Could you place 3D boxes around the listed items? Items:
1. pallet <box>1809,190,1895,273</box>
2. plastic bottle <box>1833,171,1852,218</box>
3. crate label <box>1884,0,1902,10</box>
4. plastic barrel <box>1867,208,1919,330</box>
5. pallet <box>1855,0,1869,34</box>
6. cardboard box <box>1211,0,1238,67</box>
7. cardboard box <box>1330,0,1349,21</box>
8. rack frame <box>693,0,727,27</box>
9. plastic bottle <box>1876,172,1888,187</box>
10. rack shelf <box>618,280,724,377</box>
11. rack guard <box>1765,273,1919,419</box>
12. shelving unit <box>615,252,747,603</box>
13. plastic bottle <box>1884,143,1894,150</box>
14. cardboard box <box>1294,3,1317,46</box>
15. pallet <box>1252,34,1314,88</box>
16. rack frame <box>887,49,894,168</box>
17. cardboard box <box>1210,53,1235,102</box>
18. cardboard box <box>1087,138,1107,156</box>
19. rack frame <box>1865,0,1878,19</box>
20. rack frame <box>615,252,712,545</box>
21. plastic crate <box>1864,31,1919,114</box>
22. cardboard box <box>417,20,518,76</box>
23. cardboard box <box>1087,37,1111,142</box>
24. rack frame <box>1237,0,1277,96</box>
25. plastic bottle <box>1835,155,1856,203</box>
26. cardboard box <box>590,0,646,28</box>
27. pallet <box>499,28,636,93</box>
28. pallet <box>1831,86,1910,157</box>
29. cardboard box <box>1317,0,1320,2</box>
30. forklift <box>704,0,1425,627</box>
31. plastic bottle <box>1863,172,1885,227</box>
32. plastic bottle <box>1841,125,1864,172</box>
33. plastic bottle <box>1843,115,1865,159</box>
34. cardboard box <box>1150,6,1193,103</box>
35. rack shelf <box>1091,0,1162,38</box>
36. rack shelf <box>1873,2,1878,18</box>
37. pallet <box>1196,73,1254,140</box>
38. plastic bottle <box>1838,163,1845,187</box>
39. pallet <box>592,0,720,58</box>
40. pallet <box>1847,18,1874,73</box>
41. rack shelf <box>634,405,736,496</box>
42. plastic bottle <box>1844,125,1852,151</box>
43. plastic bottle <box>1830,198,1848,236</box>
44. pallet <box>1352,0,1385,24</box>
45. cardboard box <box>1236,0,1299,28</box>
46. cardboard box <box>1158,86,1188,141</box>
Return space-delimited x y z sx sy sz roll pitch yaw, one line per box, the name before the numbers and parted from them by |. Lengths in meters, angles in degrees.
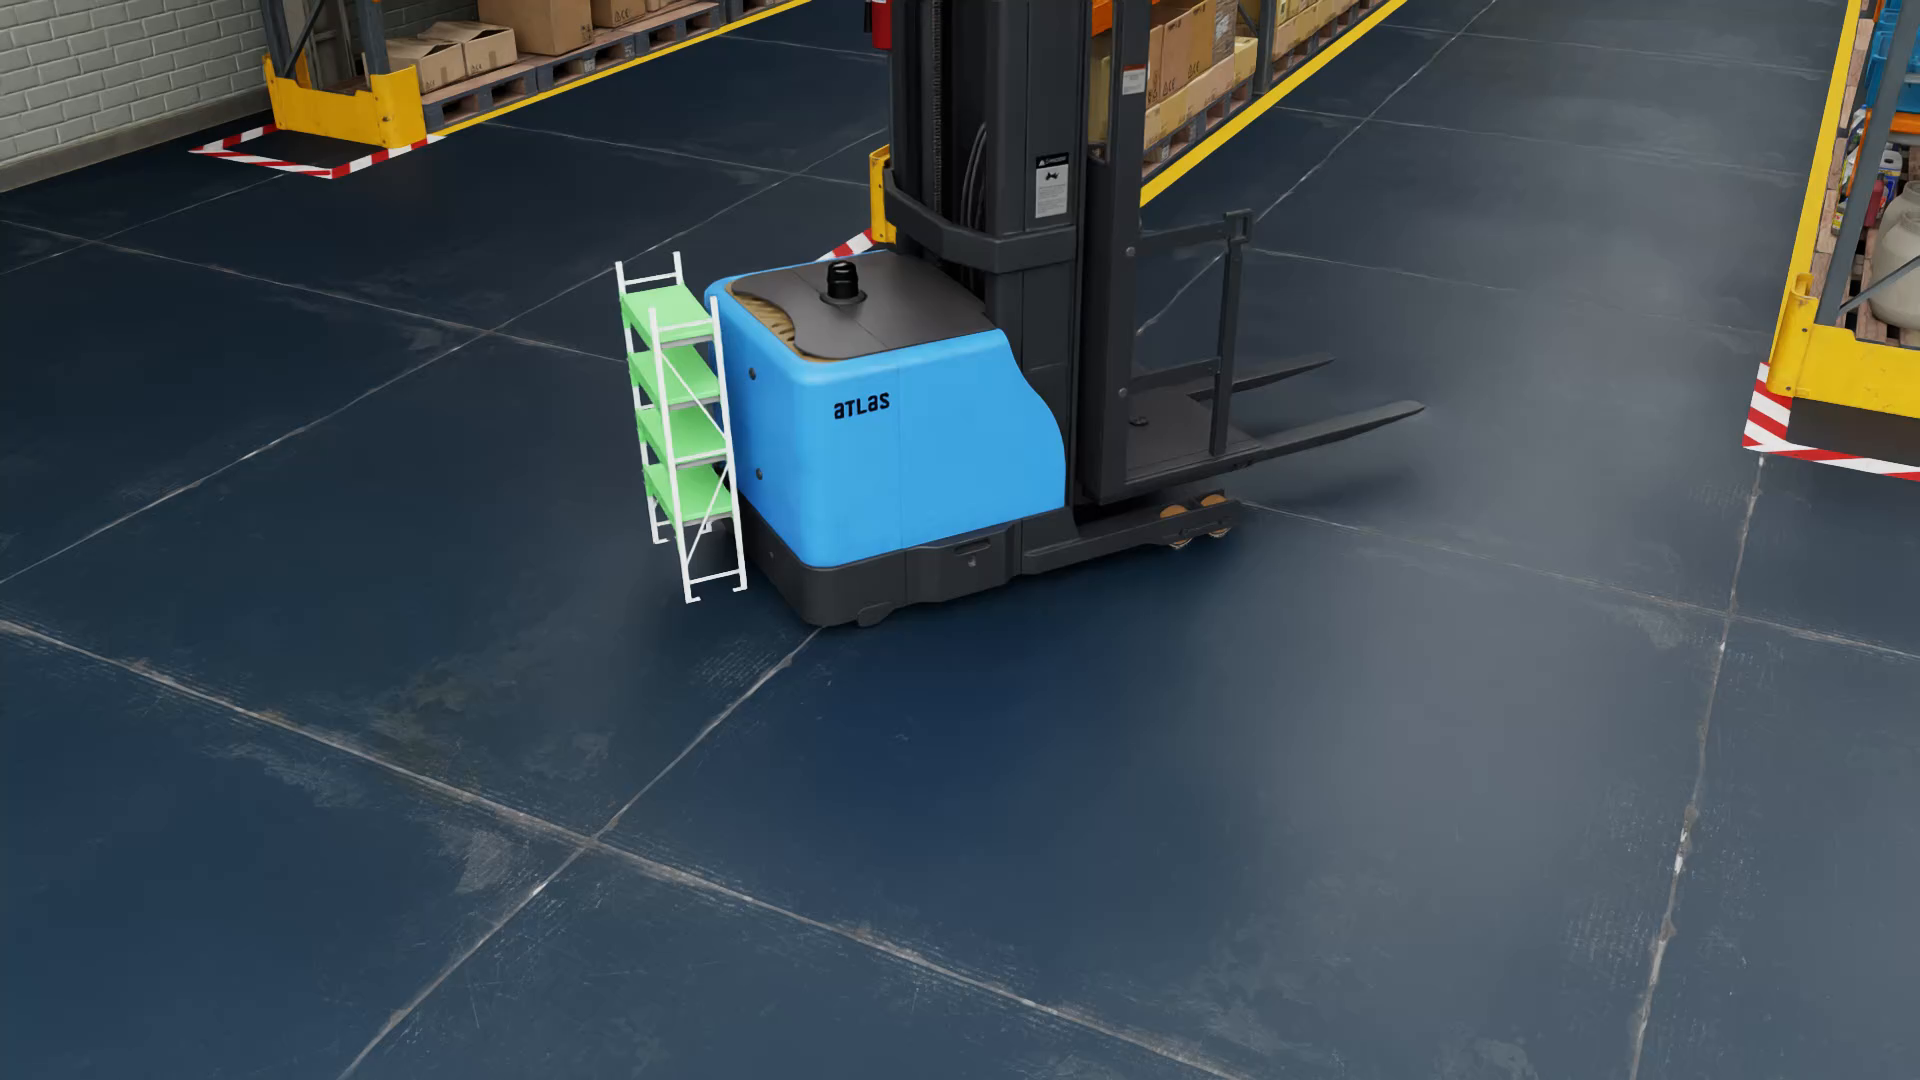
pallet | 5.394 -1.642 9.398 1.003 0.211 1.213 14 33 23
plastic bottle | 5.055 -1.938 9.406 0.152 0.276 0.135 15 33 24
crate label | 5.067 -2.802 8.582 0.502 0.435 0.616 14 33 23
plastic barrel | 4.701 -1.322 8.116 0.421 0.512 0.421 0 30 0
pallet | 8.436 -4.606 14.558 1.003 0.211 1.213 14 33 23
cardboard box | 1.629 -3.649 11.678 0.500 0.500 0.500 14 33 23
cardboard box | 2.988 -4.602 14.091 0.500 0.250 0.500 15 33 24
rack frame | -2.528 -5.930 14.064 1.000 3.000 0.127 14 33 23
plastic bottle | 5.318 -2.034 9.647 0.097 0.201 0.097 0 30 0
rack shelf | -1.055 -0.776 6.054 0.258 0.148 0.480 -14 33 -19
rack guard | 4.462 -0.870 7.762 1.175 0.500 0.348 14 33 23
shelving unit | -1.045 -0.417 6.264 0.258 1.200 0.503 -14 33 -19
plastic bottle | 5.596 -2.335 10.102 0.097 0.271 0.097 0 30 0
cardboard box | 2.522 -4.147 13.298 0.500 0.250 0.500 15 33 24
pallet | 2.185 -3.934 13.389 1.003 0.211 1.213 14 33 23
rack frame | 0.062 -3.035 9.022 1.000 3.000 0.127 14 33 23
cardboard box | 1.631 -3.323 11.864 0.500 0.250 0.500 14 33 23
cardboard box | 0.729 -2.434 10.316 0.500 0.250 0.500 14 33 23
rack frame | 8.114 -5.456 13.239 1.000 3.000 0.127 14 33 23
rack frame | -1.142 -0.528 6.458 0.240 1.200 0.015 -14 33 -19
plastic crate | 4.431 -2.135 7.604 0.499 0.251 0.616 14 33 23
cardboard box | -3.695 -3.721 12.475 0.500 0.311 0.500 17 34 27
cardboard box | 0.730 -2.759 10.129 0.500 0.500 0.500 14 33 23
rack frame | 1.884 -4.808 12.110 1.000 3.000 0.127 14 33 23
plastic bottle | 5.190 -2.106 9.624 0.144 0.351 0.185 16 33 25
cardboard box | -2.965 -4.568 13.760 0.500 0.500 0.500 12 32 20
pallet | -3.357 -3.872 13.281 1.003 0.211 1.213 14 33 23
pallet | 6.615 -2.830 11.467 1.003 0.211 1.213 14 33 23
cardboard box | 2.761 -4.618 13.556 0.500 0.311 0.500 13 32 22
forklift | 0.559 -1.459 6.347 3.031 2.935 1.130 -15 33 -24
plastic bottle | 5.150 -1.917 9.363 0.061 0.283 0.133 14 33 23
plastic bottle | 5.469 -2.377 10.096 0.144 0.351 0.185 13 32 21
plastic bottle | 5.633 -2.501 10.386 0.152 0.276 0.135 16 33 25
cardboard box | 1.190 -3.201 10.899 0.500 0.500 0.500 14 33 23
rack shelf | 0.973 -3.609 10.745 1.077 0.370 4.000 14 33 23
rack shelf | 7.203 -4.257 11.874 1.077 0.370 4.000 14 33 23
pallet | 1.484 -3.256 12.207 1.003 0.211 1.213 14 33 23
plastic bottle | 5.319 -2.192 9.924 0.097 0.201 0.097 0 30 0
pallet | -2.802 -4.415 14.226 1.003 0.211 1.213 14 33 23
pallet | 7.727 -3.912 13.350 1.003 0.211 1.213 14 33 23
rack shelf | -1.043 -0.362 6.297 0.258 0.148 0.480 -14 33 -19
plastic bottle | 5.710 -2.573 10.587 0.097 0.201 0.097 0 30 0
plastic bottle | 4.916 -1.800 9.241 0.097 0.201 0.097 0 30 0
pallet | 3.296 -5.016 15.272 1.003 0.211 1.213 14 33 23
cardboard box | 2.294 -4.168 12.771 0.500 0.311 0.500 14 33 23
cardboard box | 1.189 -2.876 11.086 0.500 0.250 0.500 14 33 23
